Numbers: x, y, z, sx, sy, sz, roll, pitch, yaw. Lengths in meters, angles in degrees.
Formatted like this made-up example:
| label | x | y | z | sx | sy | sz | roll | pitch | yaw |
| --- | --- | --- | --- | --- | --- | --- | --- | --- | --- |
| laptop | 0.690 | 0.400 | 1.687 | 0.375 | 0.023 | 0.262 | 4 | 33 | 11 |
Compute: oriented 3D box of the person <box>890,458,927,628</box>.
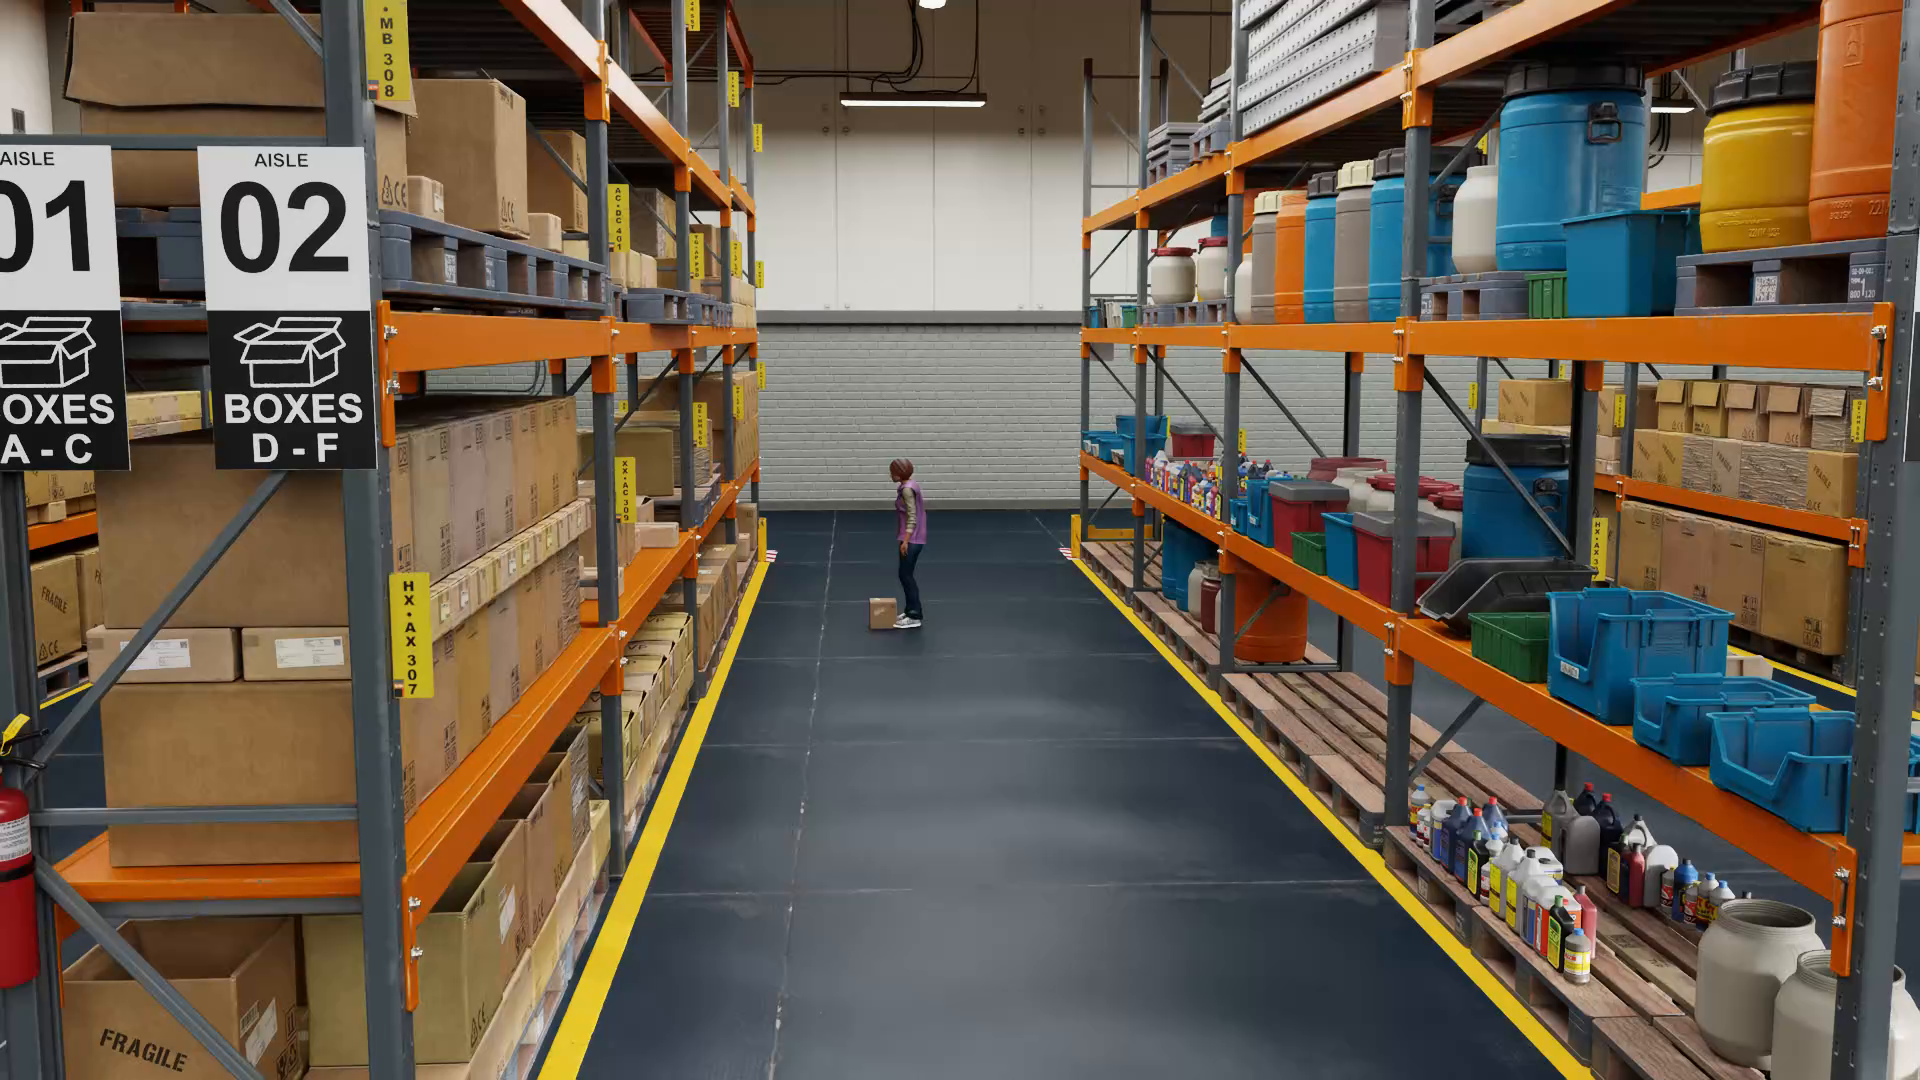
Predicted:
| label | x | y | z | sx | sy | sz | roll | pitch | yaw |
| --- | --- | --- | --- | --- | --- | --- | --- | --- | --- |
| person | -0.487 | 0.022 | 15.629 | 0.344 | 1.593 | 0.462 | 0 | 7 | -4 |
